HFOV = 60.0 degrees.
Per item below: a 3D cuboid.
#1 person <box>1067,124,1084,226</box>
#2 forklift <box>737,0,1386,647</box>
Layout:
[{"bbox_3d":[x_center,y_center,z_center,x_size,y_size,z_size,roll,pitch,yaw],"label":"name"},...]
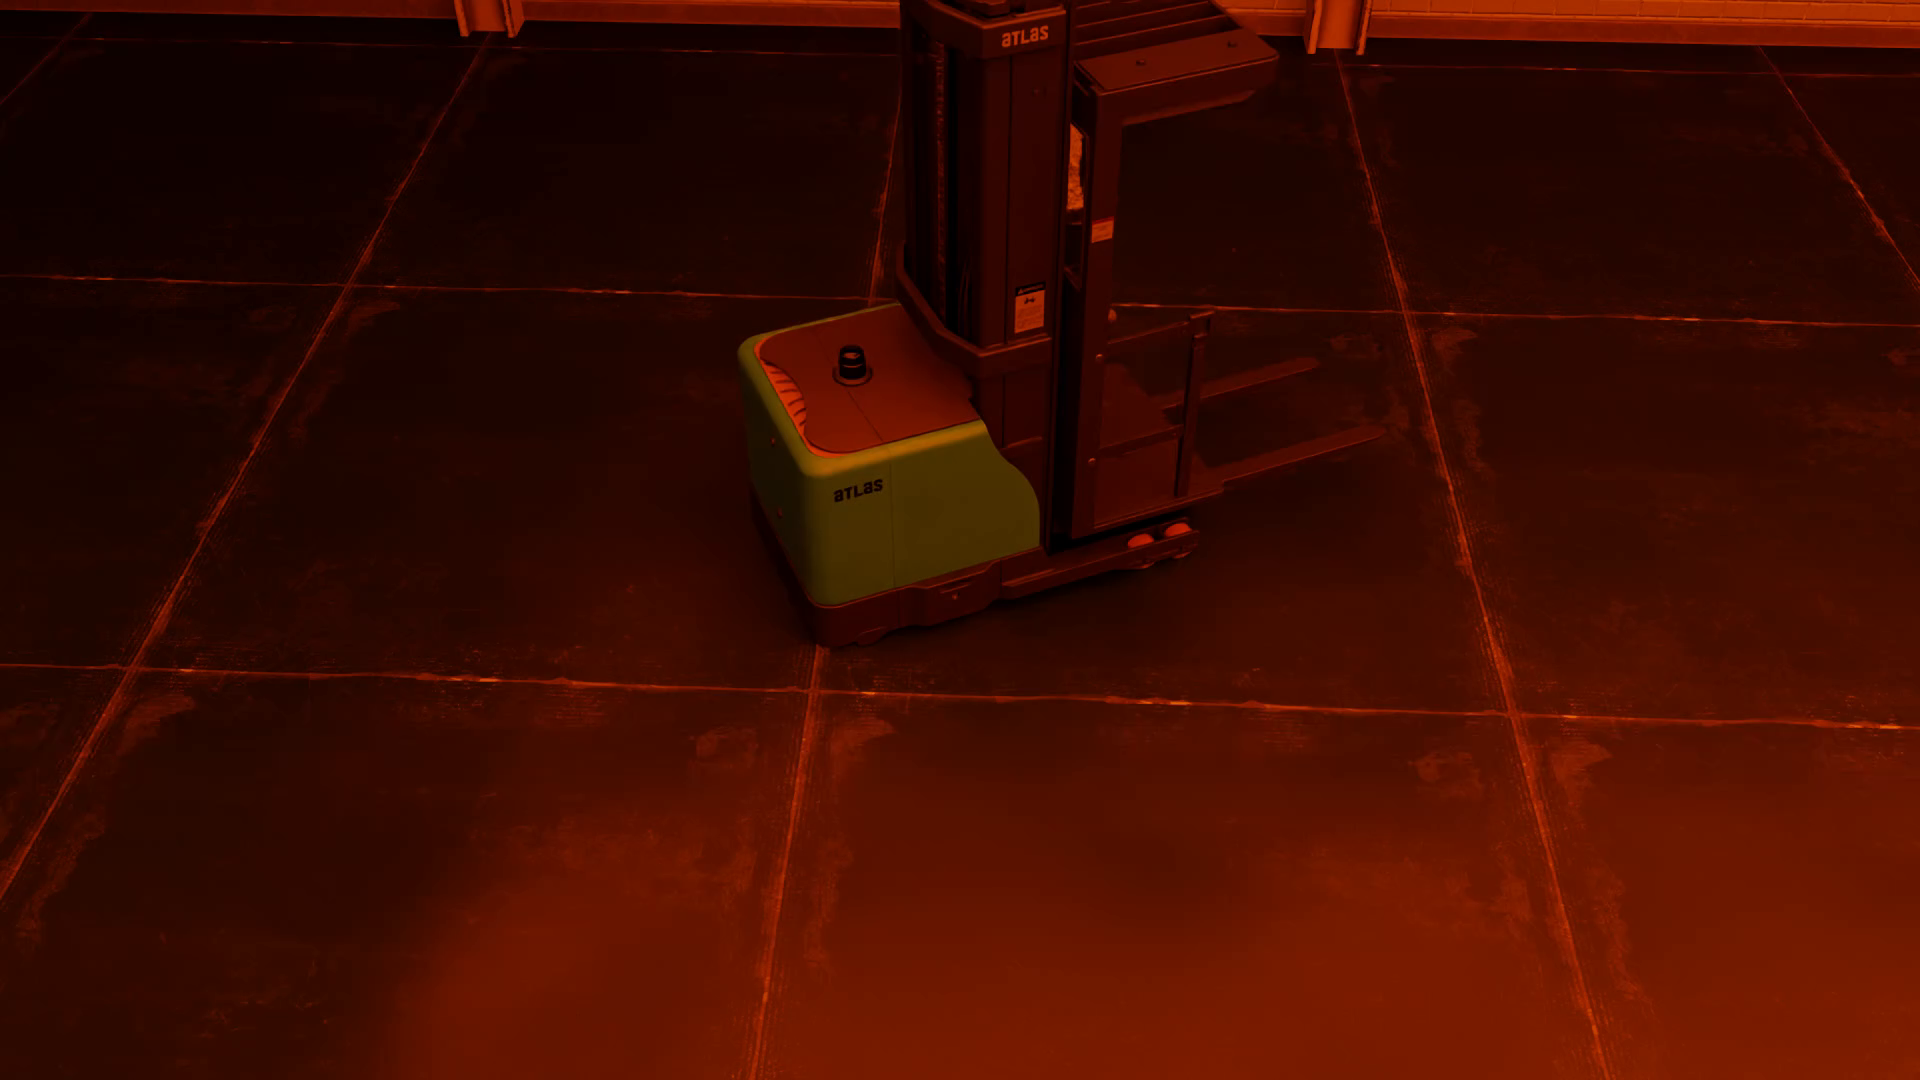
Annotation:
[{"bbox_3d":[0.633,-2.667,9.601,0.528,1.672,0.608,1,42,1],"label":"person"},{"bbox_3d":[0.573,-1.260,7.122,3.031,2.935,1.130,-16,45,-17],"label":"forklift"}]
